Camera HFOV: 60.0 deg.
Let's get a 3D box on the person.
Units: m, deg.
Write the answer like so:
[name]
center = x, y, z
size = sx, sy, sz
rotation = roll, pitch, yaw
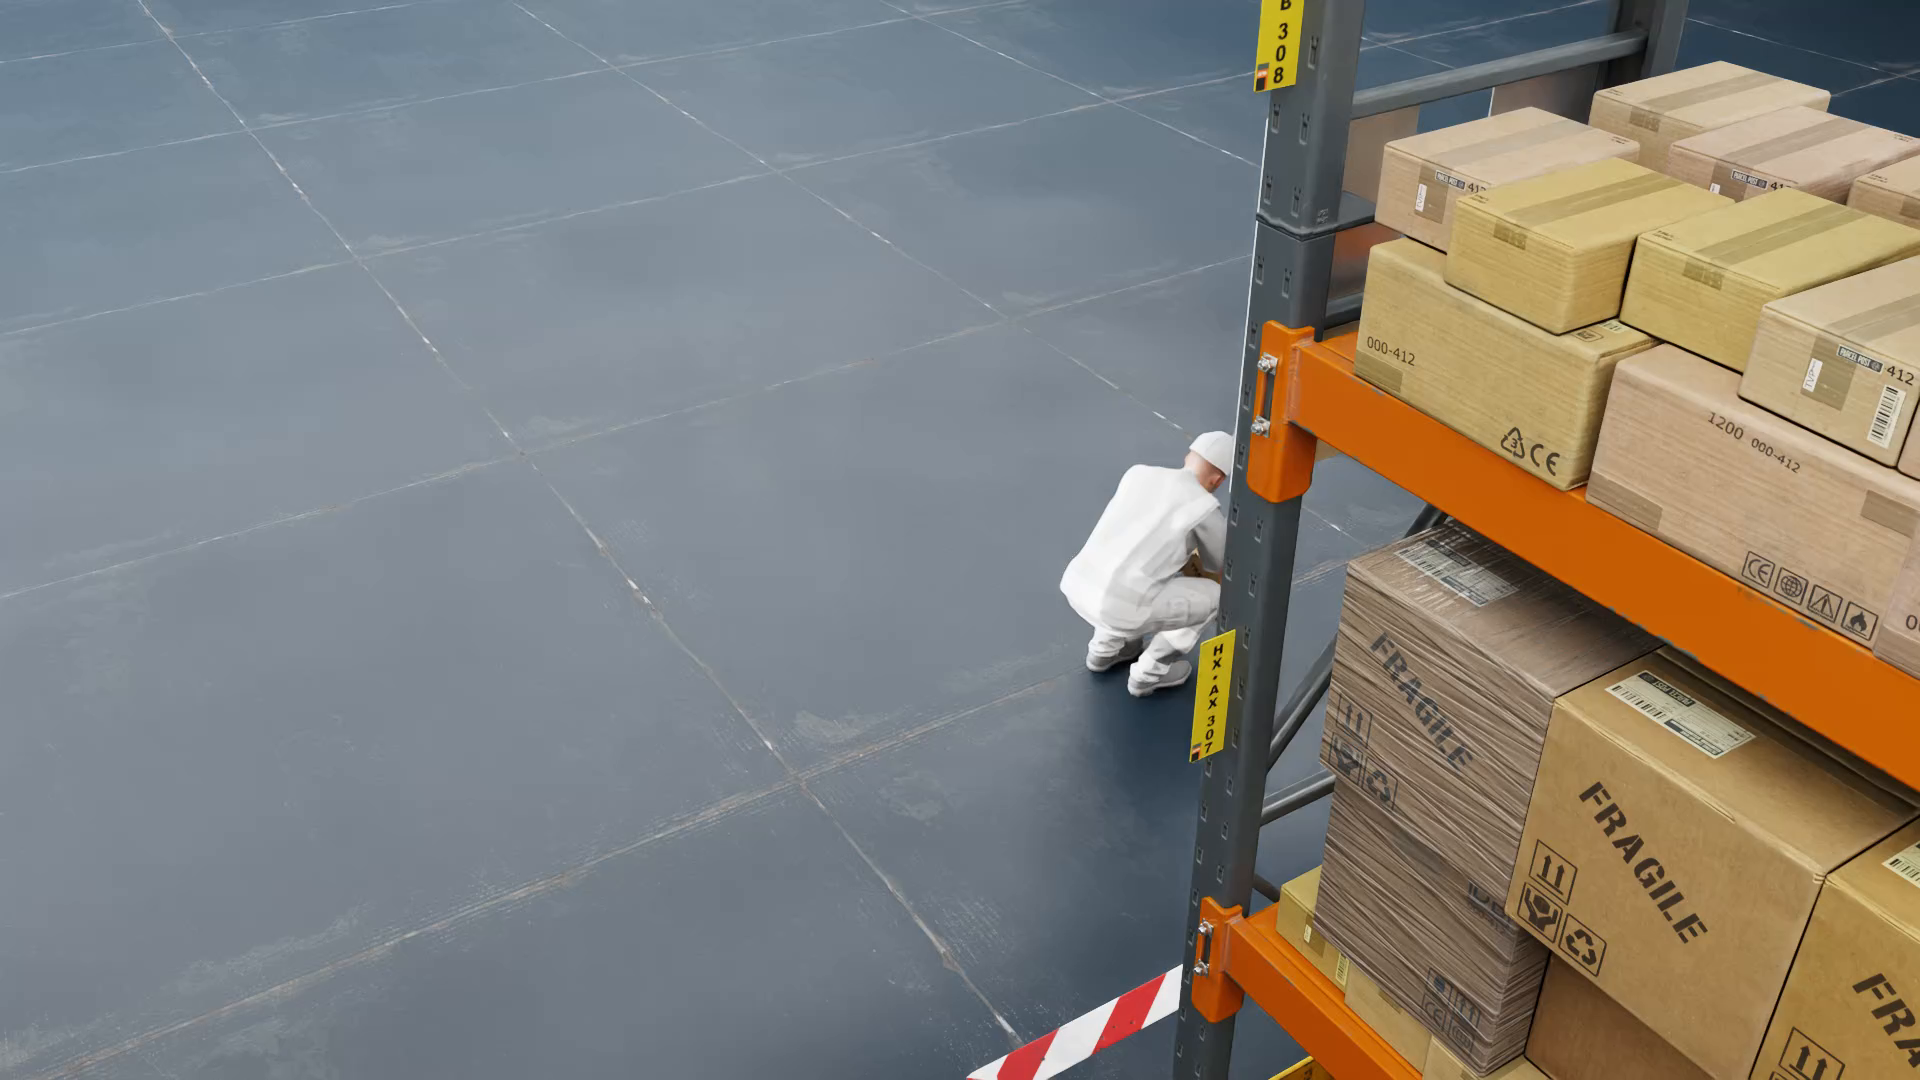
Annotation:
[person]
center = 0.809, 0.090, 6.725
size = 0.876, 0.991, 0.566
rotation = -19, 37, -27
